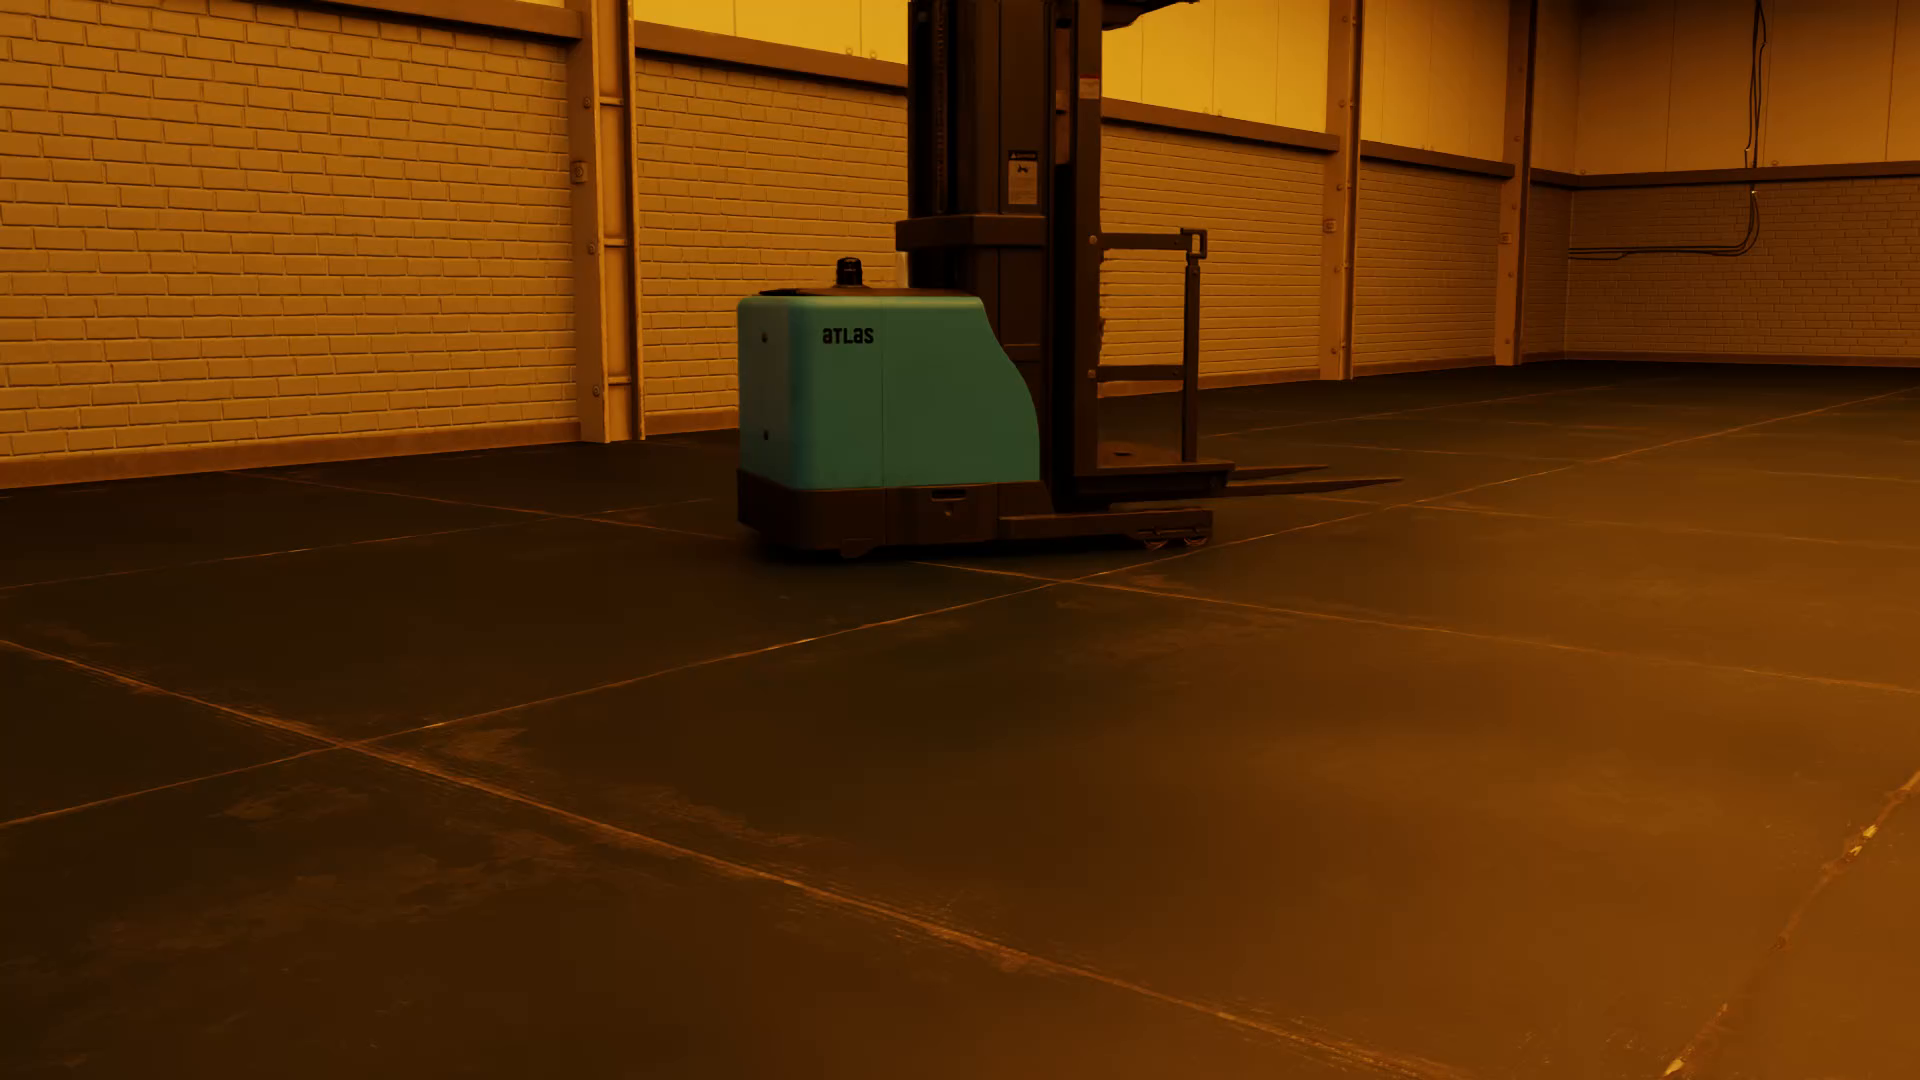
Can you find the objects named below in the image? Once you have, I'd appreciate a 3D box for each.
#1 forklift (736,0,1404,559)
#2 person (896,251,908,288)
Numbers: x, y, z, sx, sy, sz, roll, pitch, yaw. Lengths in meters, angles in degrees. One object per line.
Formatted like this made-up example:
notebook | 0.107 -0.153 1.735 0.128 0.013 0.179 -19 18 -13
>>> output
forklift | 0.567 -1.484 7.425 3.031 2.935 1.130 -3 9 -21
person | -0.150 -1.136 9.154 0.412 1.745 0.799 -2 9 -15
